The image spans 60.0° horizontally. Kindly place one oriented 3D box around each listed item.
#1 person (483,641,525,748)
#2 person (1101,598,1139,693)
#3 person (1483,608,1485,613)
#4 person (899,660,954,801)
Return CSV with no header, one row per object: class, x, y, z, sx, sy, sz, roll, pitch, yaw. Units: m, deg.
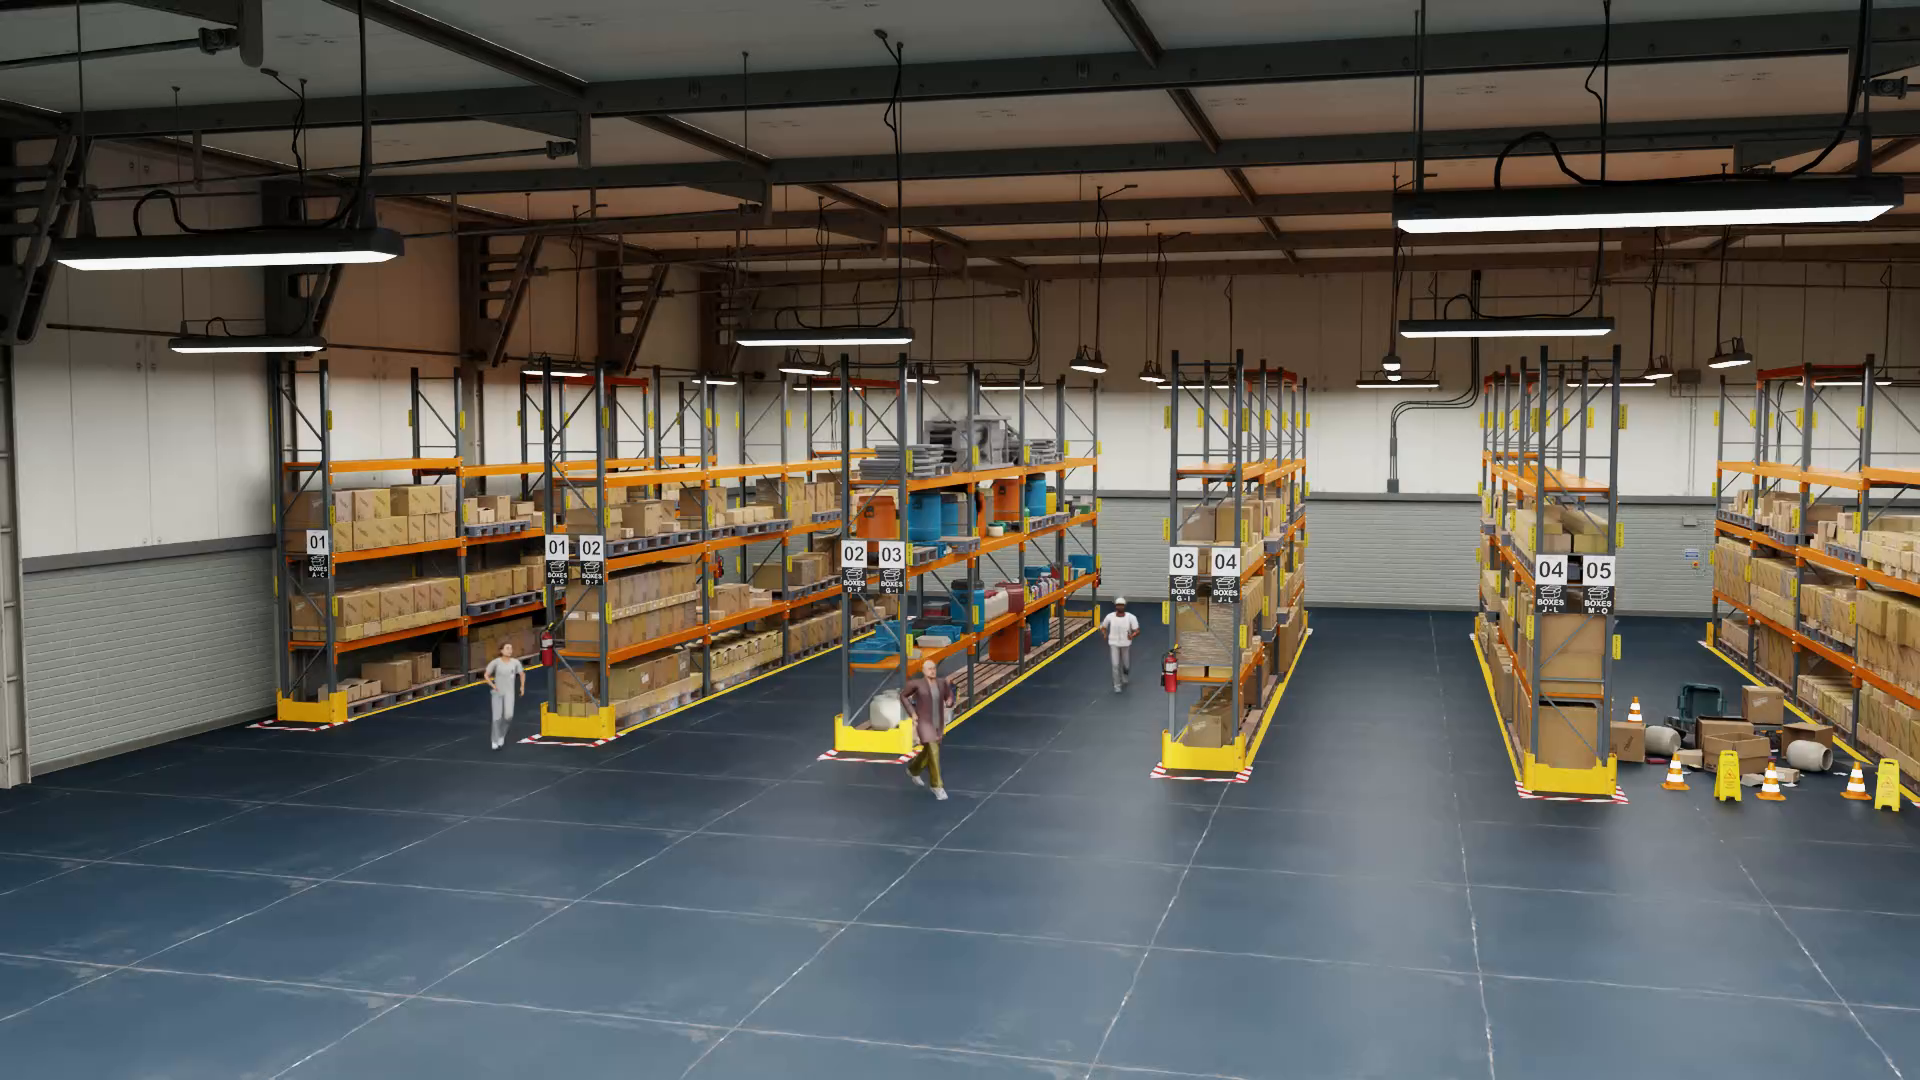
person,-6.937,2.363,25.390,0.637,1.631,0.537,-2,4,-24
person,2.951,1.931,30.712,0.711,1.733,0.786,1,4,8
person,12.590,1.369,39.032,0.821,1.715,0.642,0,4,4
person,-0.404,2.506,22.305,0.679,1.817,0.975,-3,5,-37
